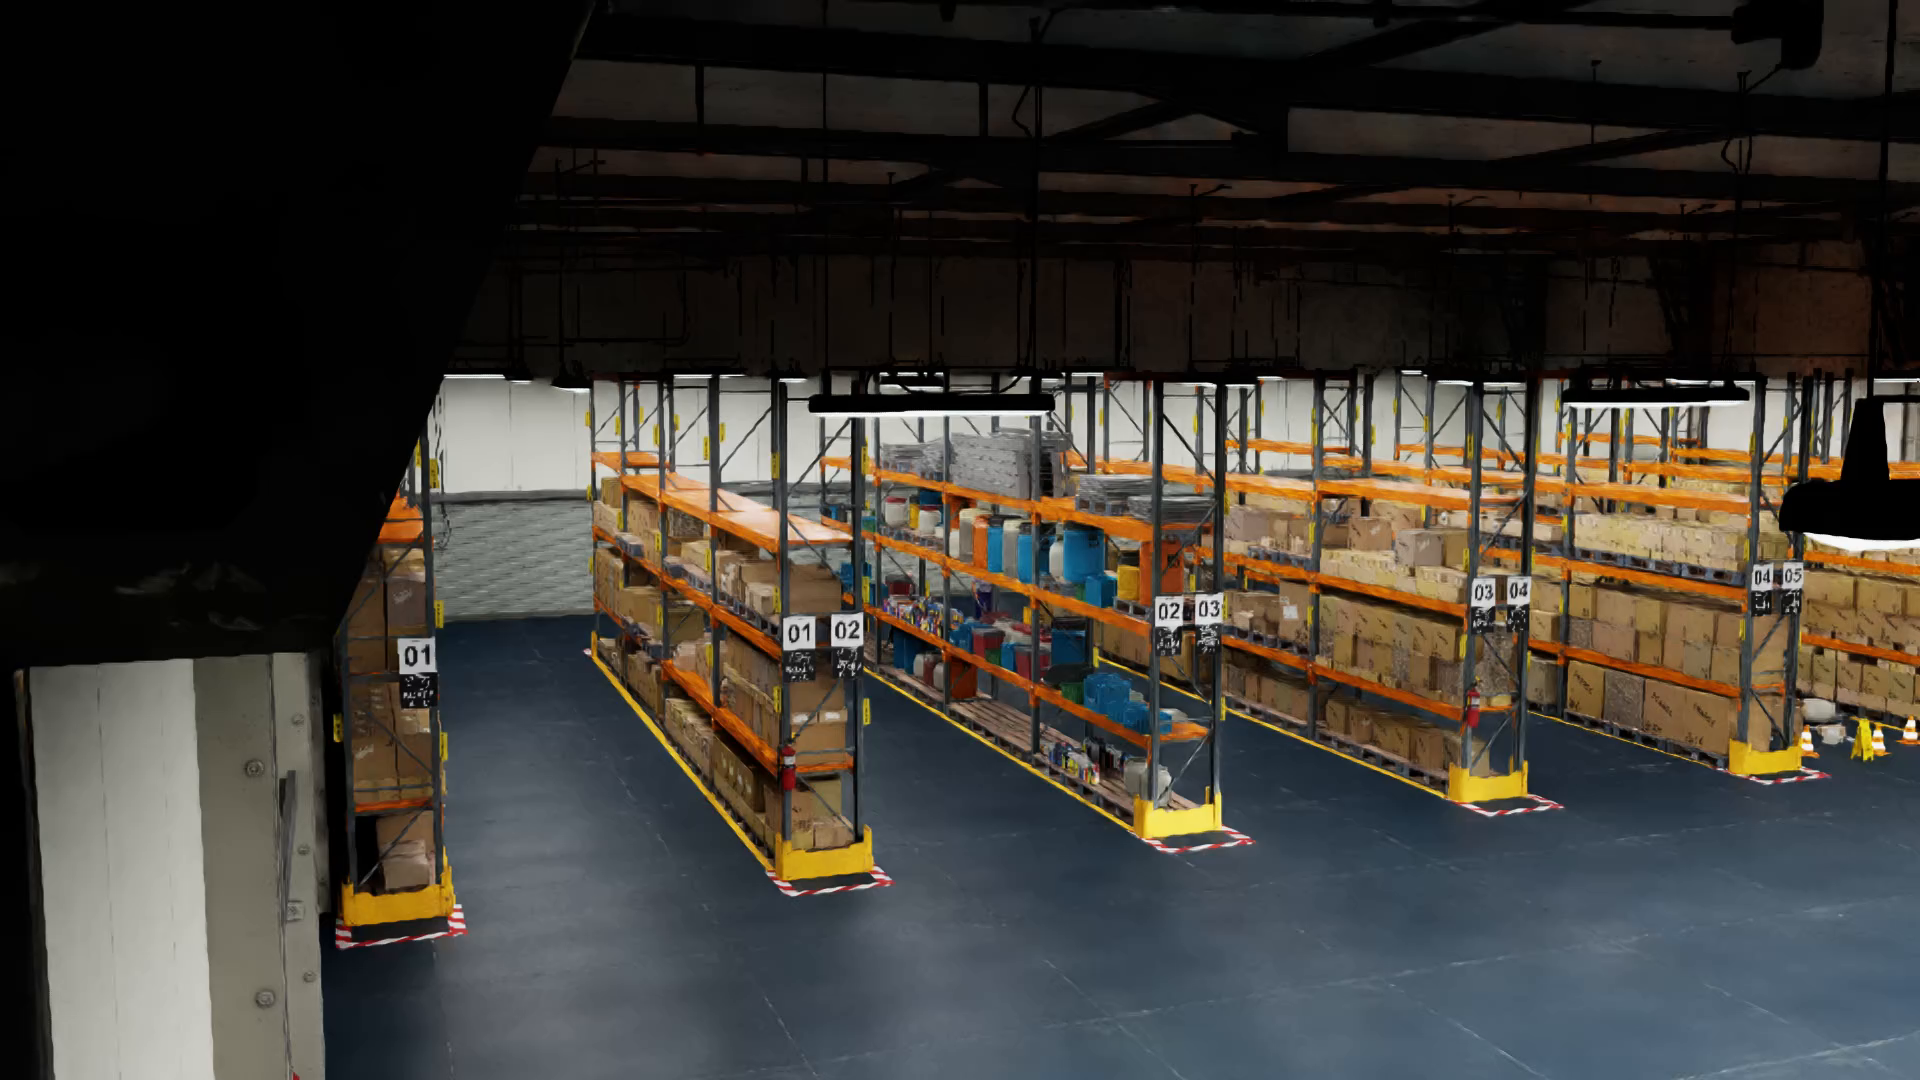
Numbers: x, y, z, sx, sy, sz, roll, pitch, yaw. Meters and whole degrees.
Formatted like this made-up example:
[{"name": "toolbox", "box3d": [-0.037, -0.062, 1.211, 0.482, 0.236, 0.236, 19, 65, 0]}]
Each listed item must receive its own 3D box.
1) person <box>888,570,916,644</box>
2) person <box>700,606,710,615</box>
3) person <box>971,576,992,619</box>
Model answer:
[{"name": "person", "box3d": [-1.177, 1.483, 35.728, 0.724, 1.713, 0.900, -5, 8, -37]}, {"name": "person", "box3d": [-6.152, 0.959, 40.347, 0.528, 1.753, 0.747, 3, 7, 28]}, {"name": "person", "box3d": [0.565, 1.281, 38.256, 0.625, 1.596, 0.503, -3, 7, -22]}]
